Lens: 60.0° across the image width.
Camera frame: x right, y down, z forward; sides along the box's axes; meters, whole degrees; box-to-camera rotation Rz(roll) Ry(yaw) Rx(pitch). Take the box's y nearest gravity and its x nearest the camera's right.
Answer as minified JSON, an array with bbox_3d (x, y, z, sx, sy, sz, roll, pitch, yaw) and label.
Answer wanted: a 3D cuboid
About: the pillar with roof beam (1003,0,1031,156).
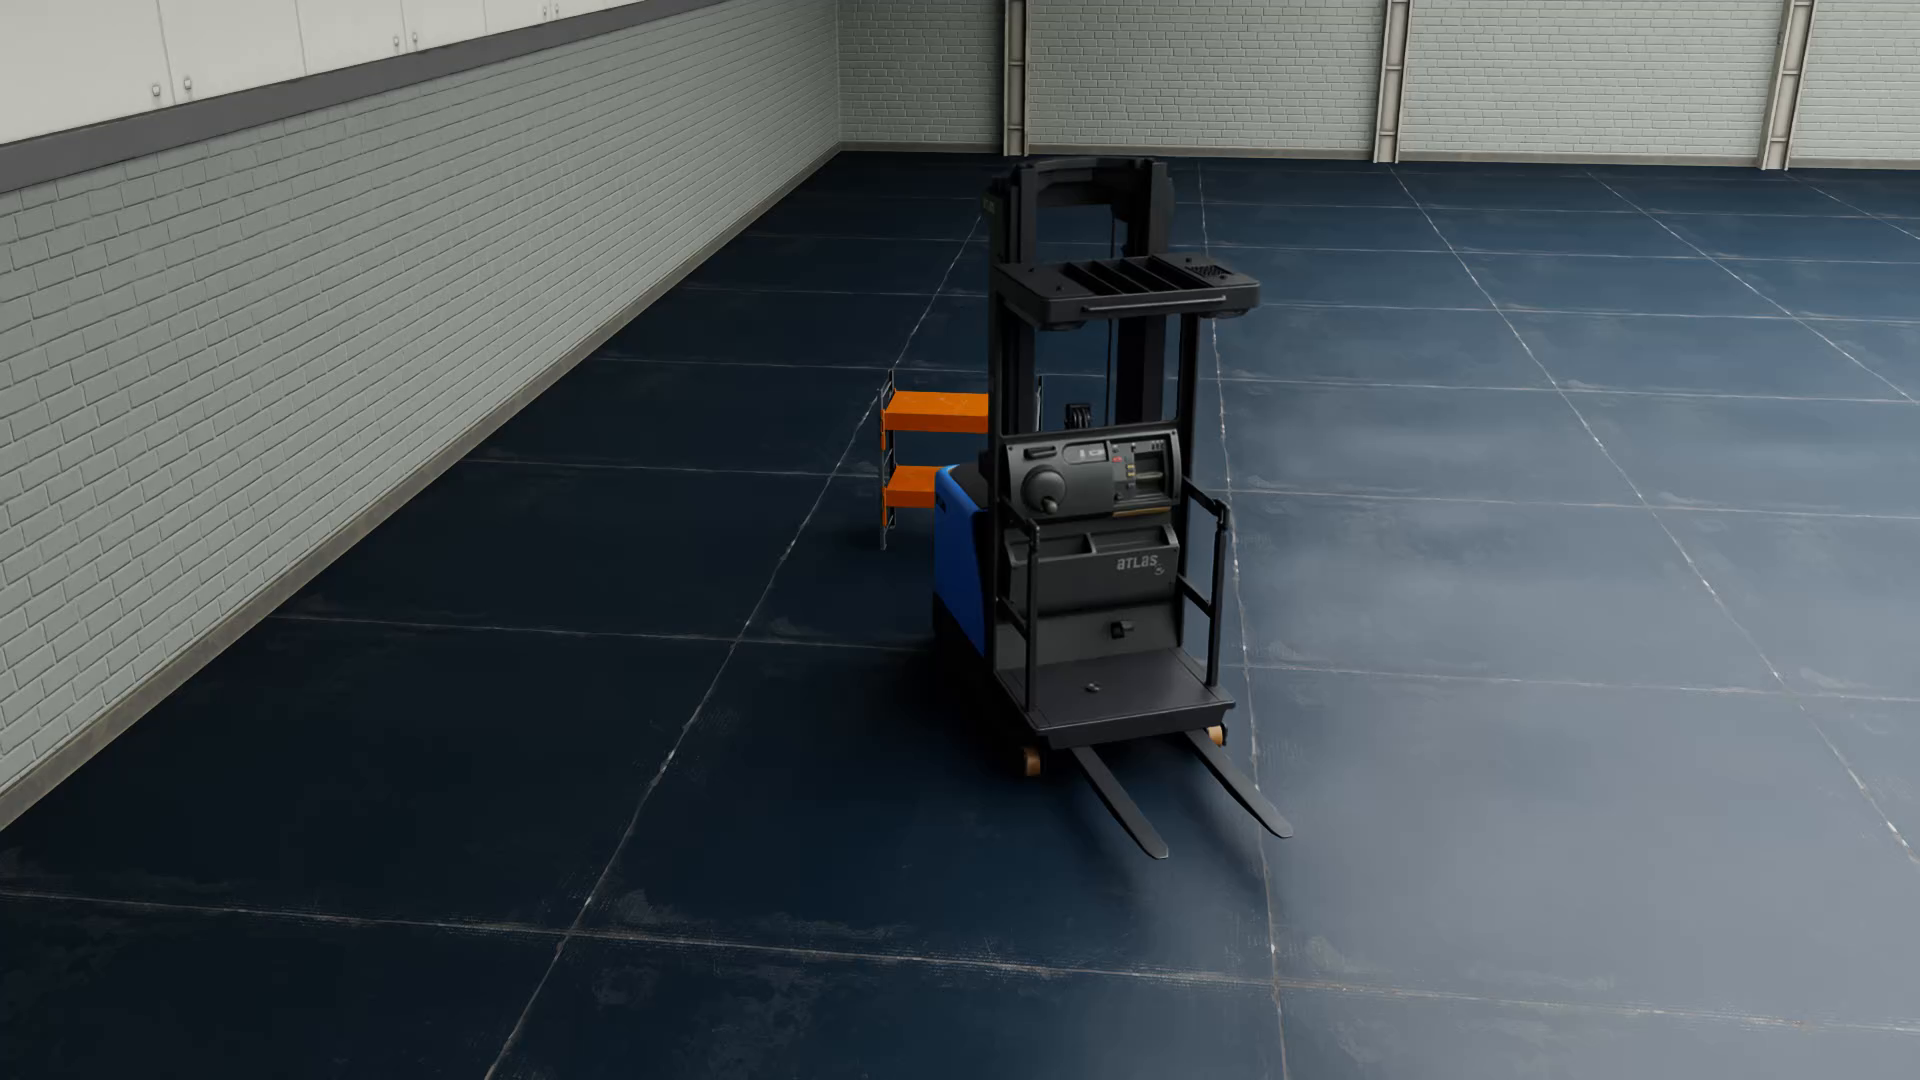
[{"bbox_3d":[0.425,-9.018,22.010,0.400,9.000,9.100,2,22,6],"label":"pillar with roof beam"}]

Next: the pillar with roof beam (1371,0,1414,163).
[{"bbox_3d":[6.383,-8.758,21.354,0.400,9.000,9.100,2,22,6],"label":"pillar with roof beam"}]

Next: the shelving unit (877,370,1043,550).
[{"bbox_3d":[0.007,-0.523,11.232,1.048,1.125,0.538,2,22,6],"label":"shelving unit"}]

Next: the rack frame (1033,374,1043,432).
[{"bbox_3d":[0.512,-0.501,11.177,0.032,1.125,0.500,2,22,6],"label":"rack frame"}]

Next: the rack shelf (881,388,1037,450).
[{"bbox_3d":[0.007,-0.795,11.125,1.000,0.278,0.538,2,22,6],"label":"rack shelf"}]

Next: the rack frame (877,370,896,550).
[{"bbox_3d":[-0.498,-0.545,11.288,0.032,1.125,0.500,2,22,6],"label":"rack frame"}]

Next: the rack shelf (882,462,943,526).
[{"bbox_3d":[0.007,-0.295,11.322,1.000,0.278,0.538,2,22,6],"label":"rack shelf"}]

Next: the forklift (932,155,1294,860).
[{"bbox_3d":[0.747,-0.324,8.274,1.130,2.935,3.031,-6,22,-15],"label":"forklift"}]

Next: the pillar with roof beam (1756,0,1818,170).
[{"bbox_3d":[12.341,-8.499,20.697,0.400,9.000,9.100,2,22,6],"label":"pillar with roof beam"}]
